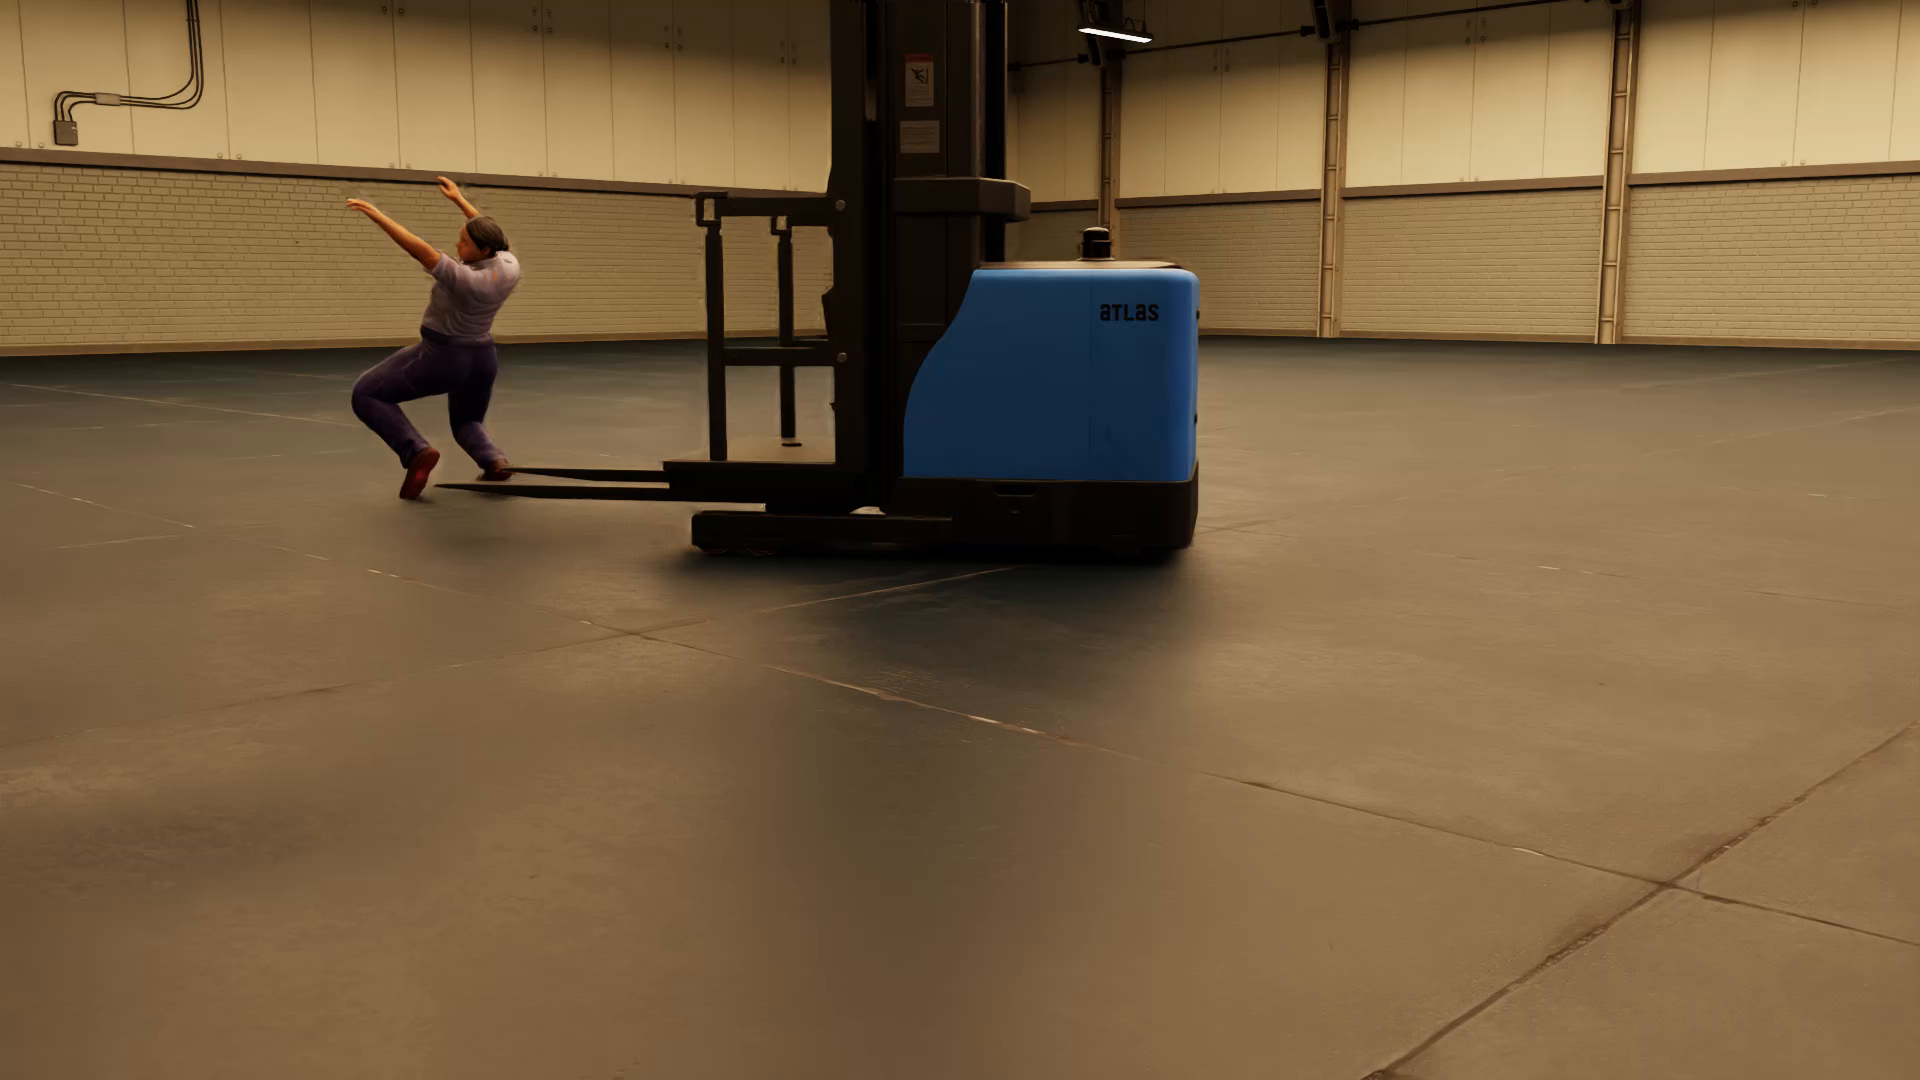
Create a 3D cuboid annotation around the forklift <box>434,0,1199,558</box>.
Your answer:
[{"bbox_3d":[-0.572,-1.462,6.584,3.031,2.935,1.130,1,9,10],"label":"forklift"}]

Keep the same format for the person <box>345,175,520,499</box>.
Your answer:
[{"bbox_3d":[-2.573,-0.961,7.969,0.764,1.579,0.992,5,10,31],"label":"person"}]
